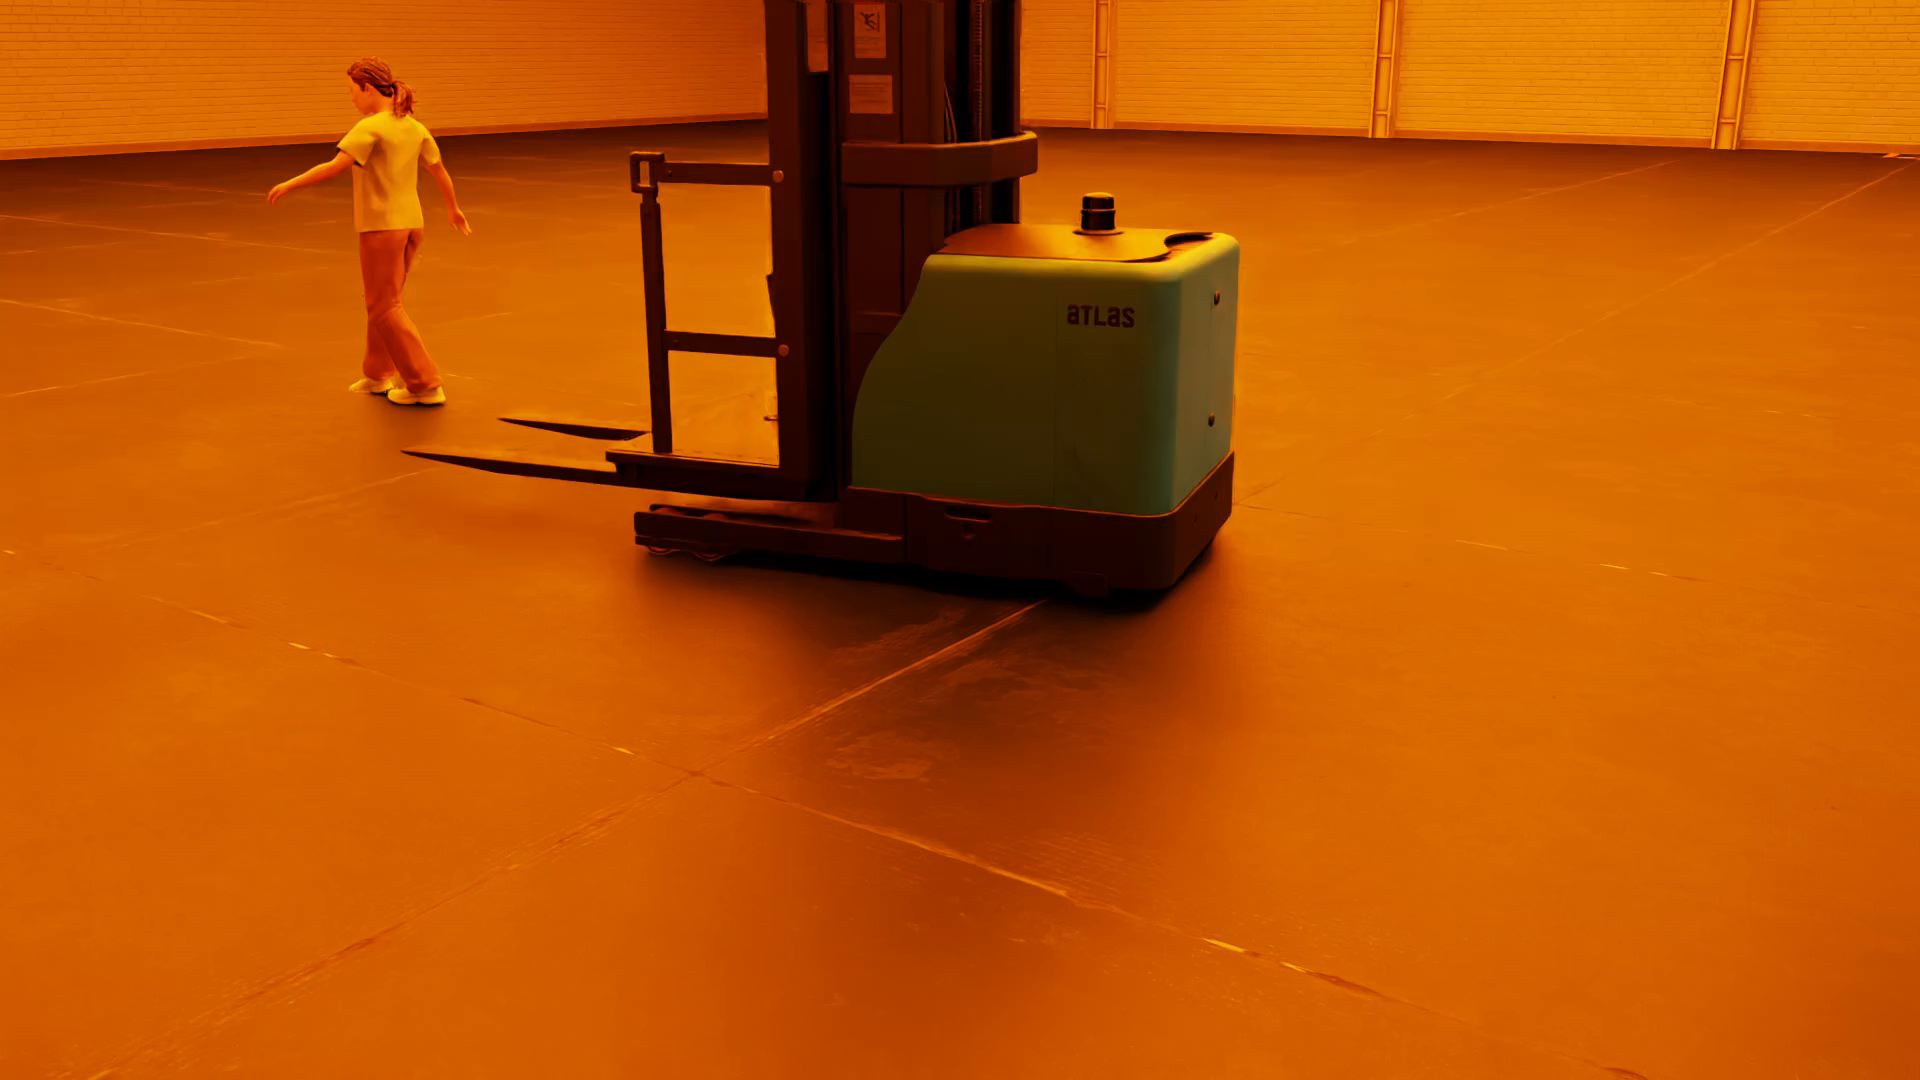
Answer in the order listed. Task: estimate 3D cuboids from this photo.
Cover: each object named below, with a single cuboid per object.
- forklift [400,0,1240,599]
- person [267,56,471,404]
[{"bbox_3d":[-0.593,-1.464,5.729,3.031,2.935,1.130,6,18,20],"label":"forklift"},{"bbox_3d":[-2.834,-1.494,8.116,0.706,1.670,0.898,6,18,18],"label":"person"}]
